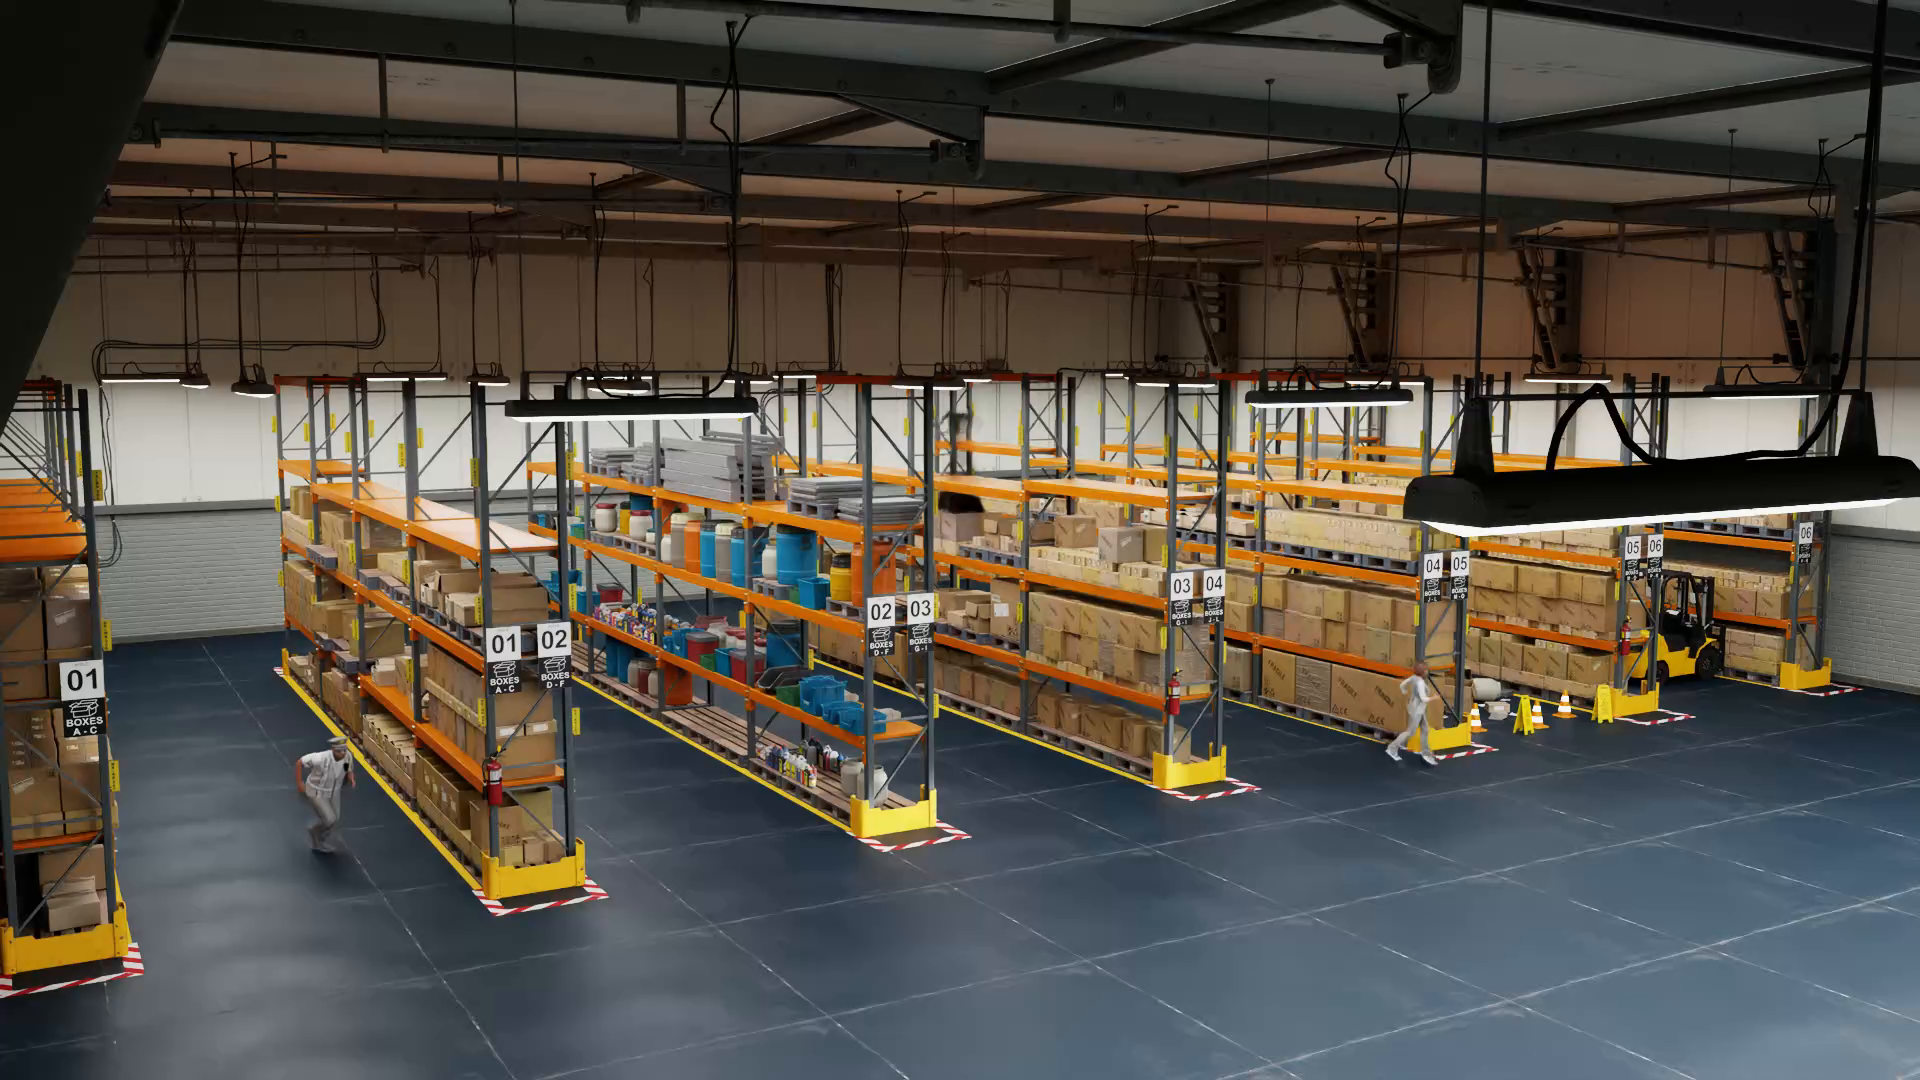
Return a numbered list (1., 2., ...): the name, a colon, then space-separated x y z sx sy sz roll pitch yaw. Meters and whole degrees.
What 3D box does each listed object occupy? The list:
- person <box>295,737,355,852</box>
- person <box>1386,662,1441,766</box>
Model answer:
1. person: -8.037 3.249 21.091 0.881 1.571 0.694 4 8 35
2. person: 7.049 2.705 25.844 0.807 1.641 0.532 1 6 9
